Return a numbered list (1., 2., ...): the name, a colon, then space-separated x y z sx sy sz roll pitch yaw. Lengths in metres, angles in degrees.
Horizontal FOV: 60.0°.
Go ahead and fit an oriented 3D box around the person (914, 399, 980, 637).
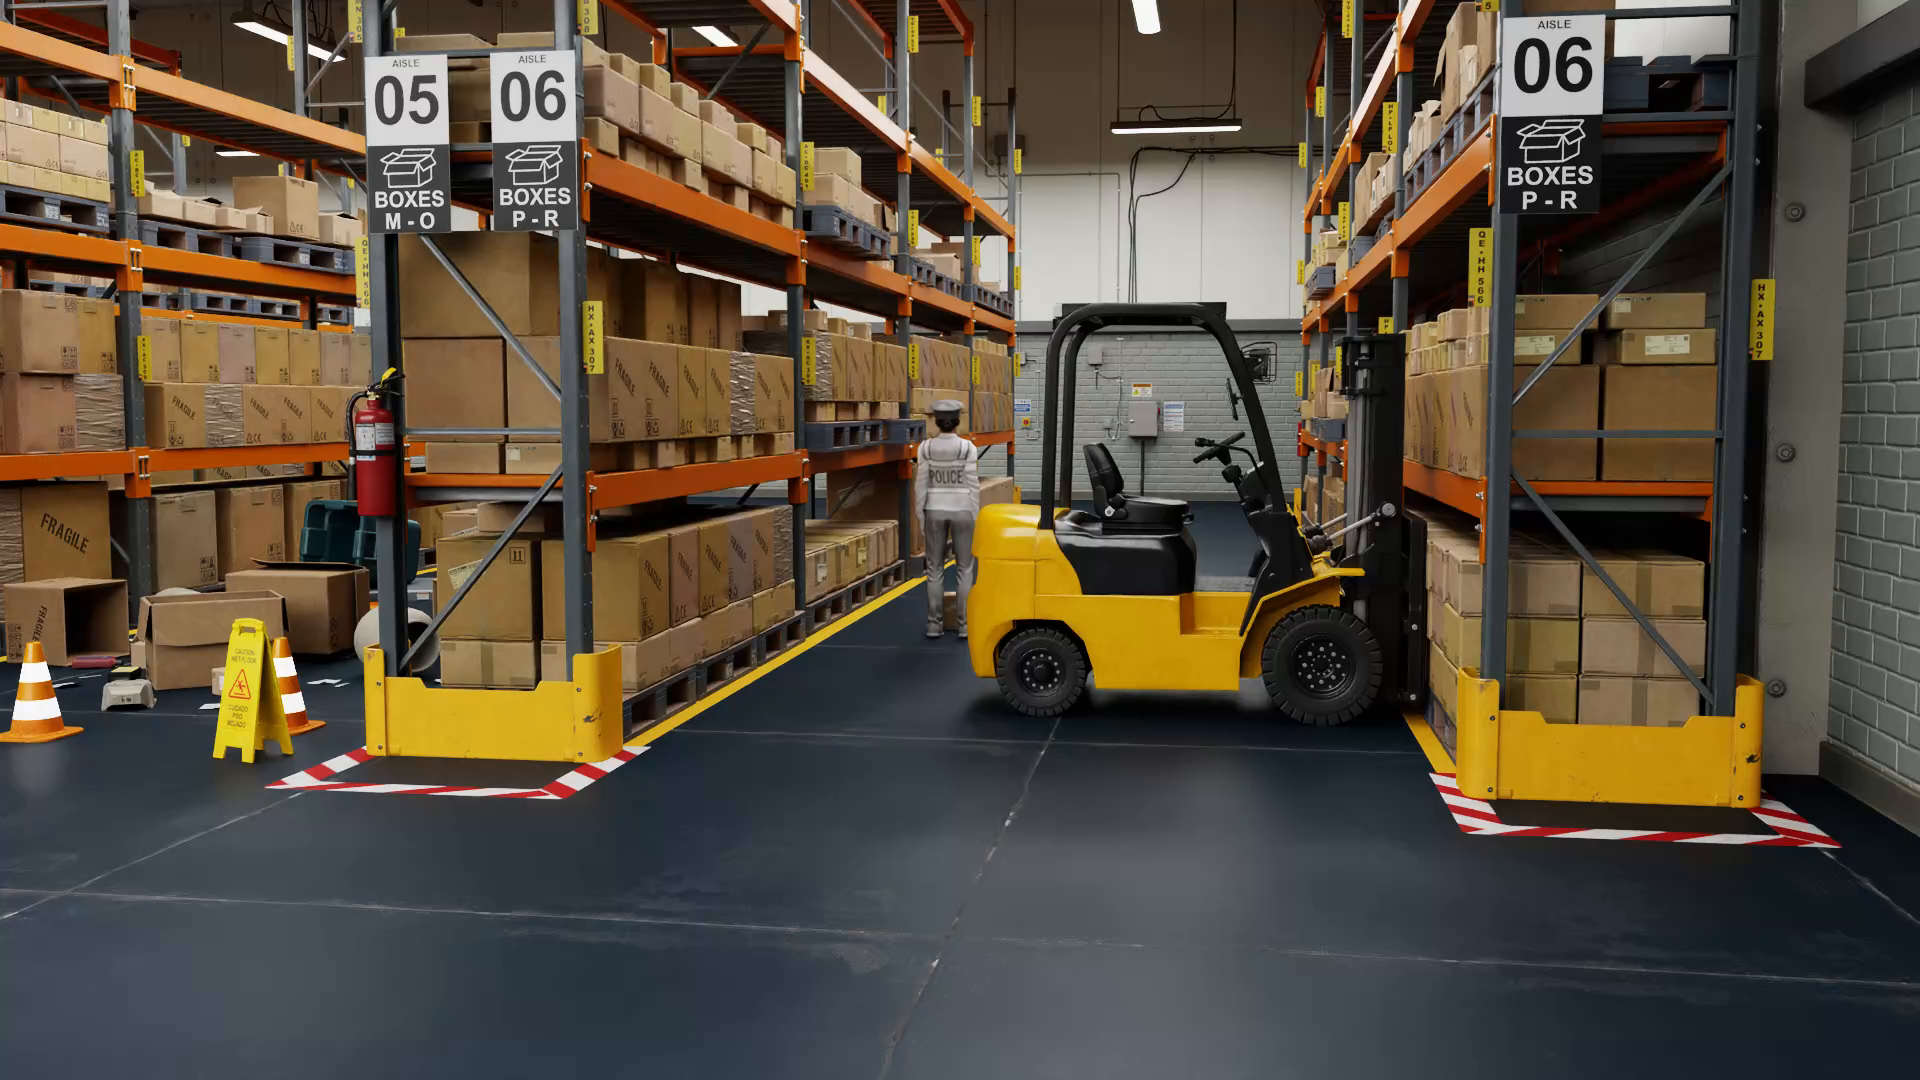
1. person: -0.085 -0.151 11.704 0.466 1.680 0.340 1 5 9
